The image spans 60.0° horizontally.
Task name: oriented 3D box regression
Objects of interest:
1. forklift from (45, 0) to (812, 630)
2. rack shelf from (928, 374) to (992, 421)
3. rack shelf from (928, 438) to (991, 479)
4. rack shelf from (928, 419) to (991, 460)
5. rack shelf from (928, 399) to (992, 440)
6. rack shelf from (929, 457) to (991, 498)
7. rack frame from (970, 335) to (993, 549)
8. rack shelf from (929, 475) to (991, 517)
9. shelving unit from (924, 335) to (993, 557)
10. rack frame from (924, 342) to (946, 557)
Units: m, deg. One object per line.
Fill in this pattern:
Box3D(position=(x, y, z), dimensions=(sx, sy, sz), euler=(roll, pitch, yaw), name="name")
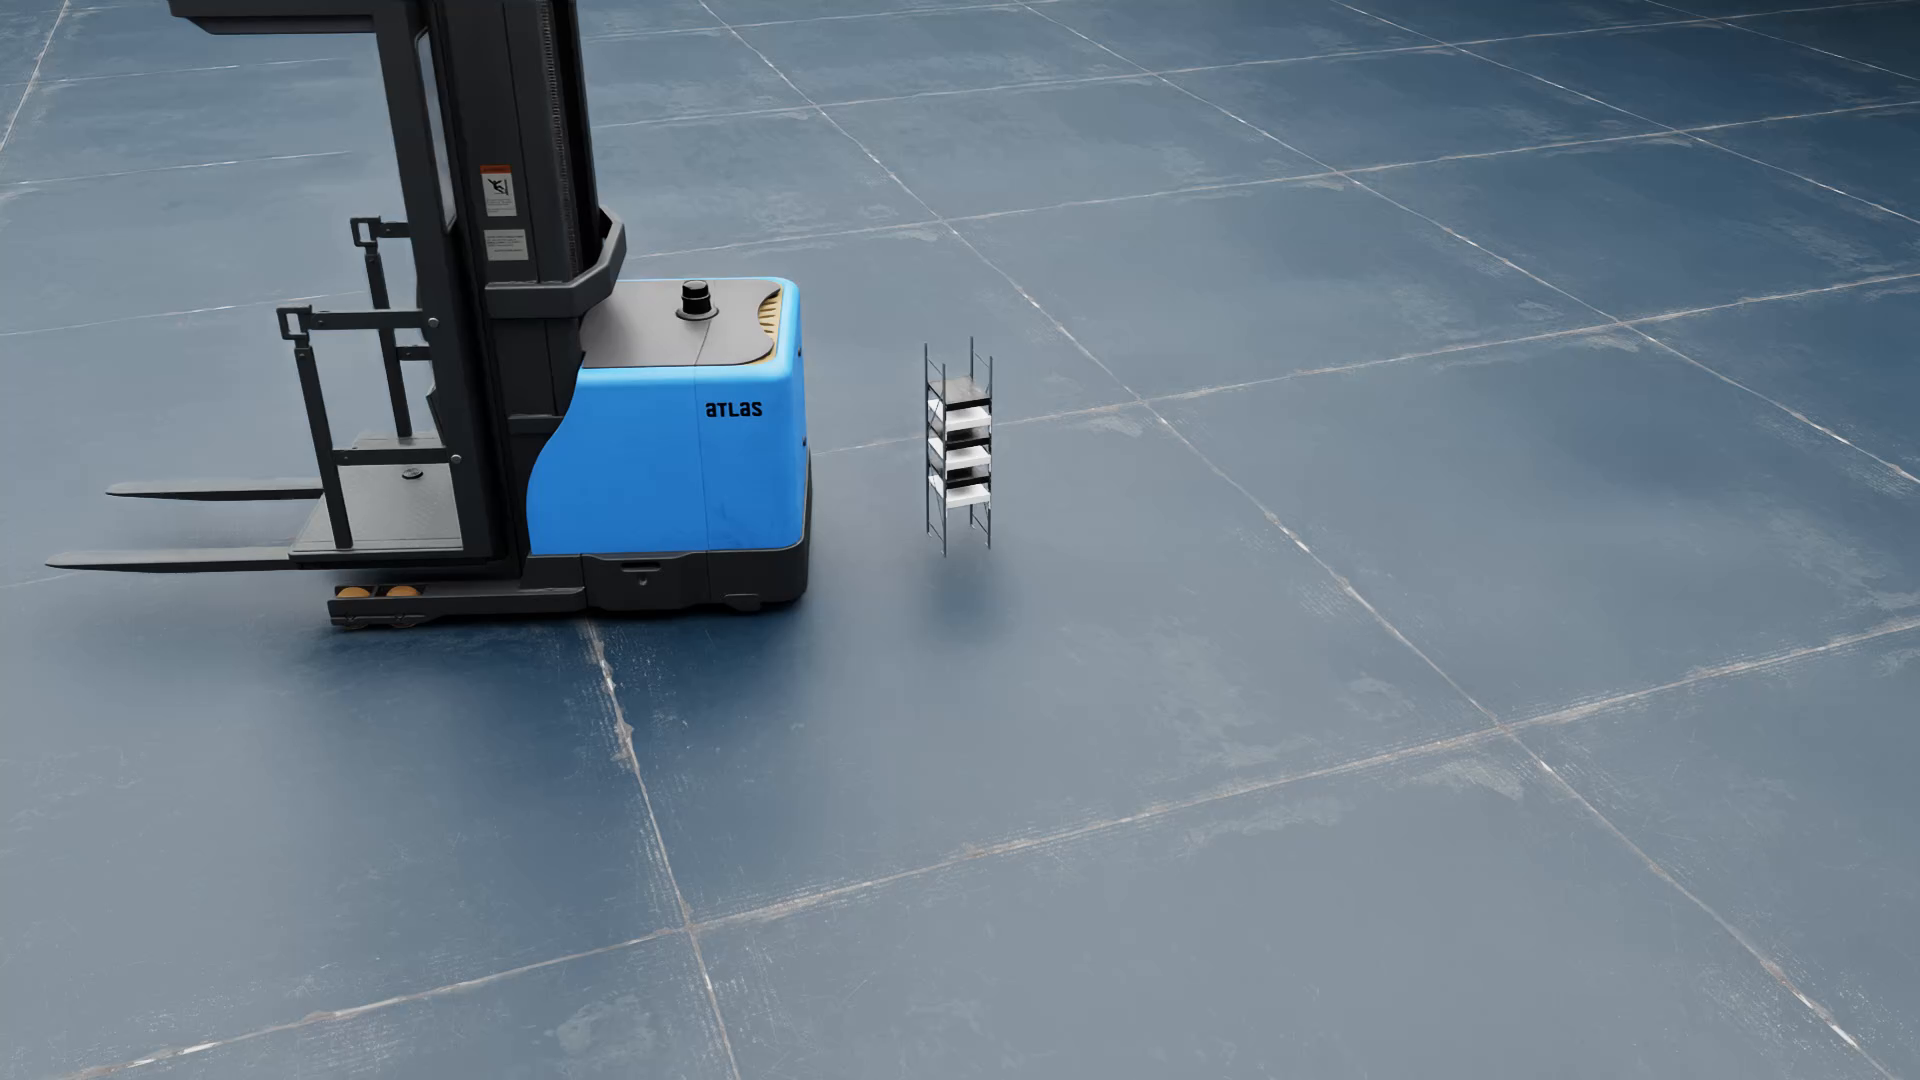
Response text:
Box3D(position=(-2.157, -1.186, 6.371), dimensions=(3.031, 2.935, 1.130), euler=(-1, 30, -3), name="forklift")
Box3D(position=(-0.008, -0.595, 6.908), dimensions=(0.200, 0.077, 0.258), euler=(-10, 31, -18), name="rack shelf")
Box3D(position=(-0.008, -0.361, 7.041), dimensions=(0.200, 0.077, 0.258), euler=(-10, 31, -18), name="rack shelf")
Box3D(position=(-0.008, -0.439, 6.997), dimensions=(0.200, 0.077, 0.258), euler=(-10, 31, -18), name="rack shelf")
Box3D(position=(-0.008, -0.517, 6.952), dimensions=(0.200, 0.077, 0.258), euler=(-10, 31, -18), name="rack shelf")
Box3D(position=(-0.008, -0.282, 7.086), dimensions=(0.200, 0.077, 0.258), euler=(-10, 31, -18), name="rack shelf")
Box3D(position=(0.088, -0.407, 7.056), dimensions=(0.006, 0.900, 0.240), euler=(-10, 31, -18), name="rack frame")
Box3D(position=(-0.008, -0.204, 7.130), dimensions=(0.200, 0.077, 0.258), euler=(-10, 31, -18), name="rack shelf")
Box3D(position=(-0.008, -0.390, 7.025), dimensions=(0.210, 0.900, 0.258), euler=(-10, 31, -18), name="shelving unit")
Box3D(position=(-0.103, -0.372, 6.994), dimensions=(0.006, 0.900, 0.240), euler=(-10, 31, -18), name="rack frame")
